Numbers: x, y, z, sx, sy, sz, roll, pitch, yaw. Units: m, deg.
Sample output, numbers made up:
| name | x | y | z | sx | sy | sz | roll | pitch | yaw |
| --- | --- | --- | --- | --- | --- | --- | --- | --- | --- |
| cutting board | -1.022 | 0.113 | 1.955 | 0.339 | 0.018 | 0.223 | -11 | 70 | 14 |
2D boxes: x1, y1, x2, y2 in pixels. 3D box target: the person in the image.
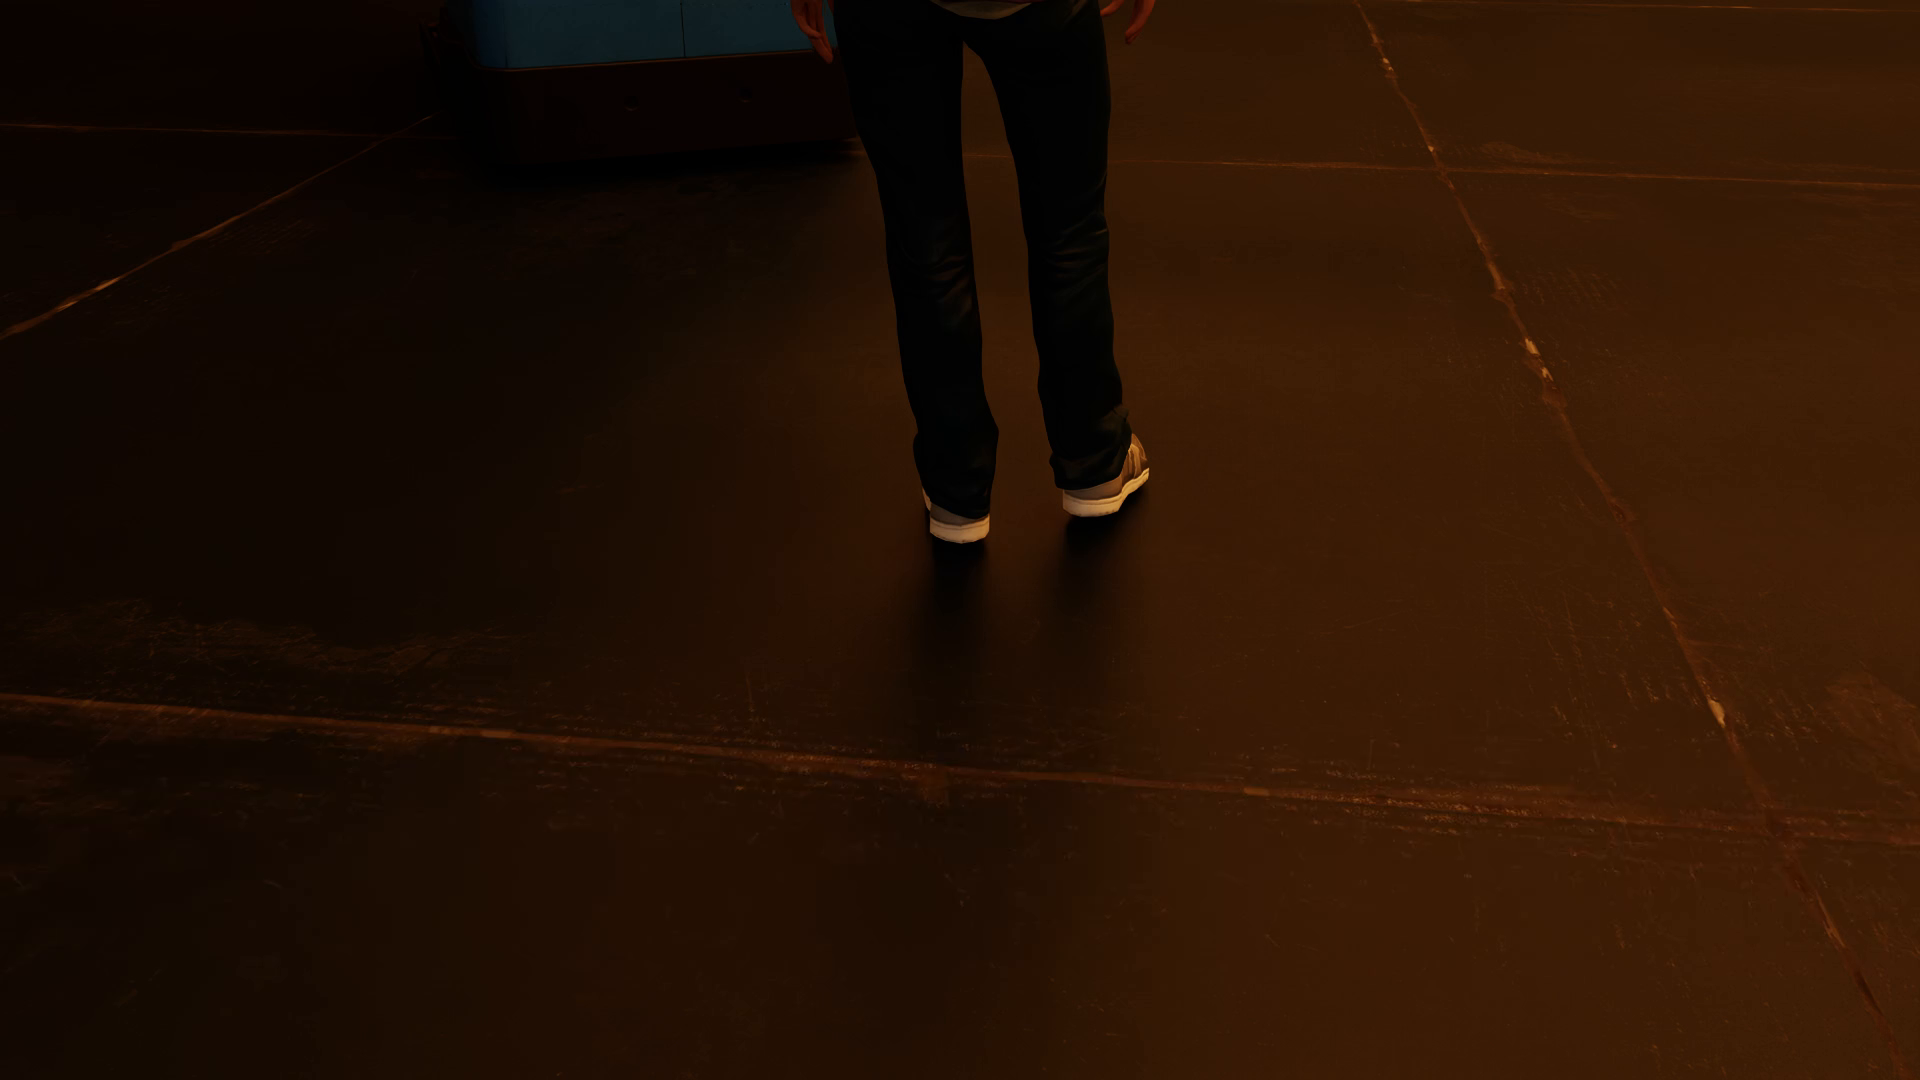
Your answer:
| name | x | y | z | sx | sy | sz | roll | pitch | yaw |
| --- | --- | --- | --- | --- | --- | --- | --- | --- | --- |
| person | 0.024 | -0.754 | 2.205 | 0.520 | 1.599 | 0.473 | 3 | 27 | 7 |

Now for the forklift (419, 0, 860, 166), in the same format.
| name | x | y | z | sx | sy | sz | roll | pitch | yaw |
| --- | --- | --- | --- | --- | --- | --- | --- | --- | --- |
| forklift | -1.229 | -2.909 | 5.049 | 1.130 | 2.935 | 3.031 | -9 | 28 | -18 |
